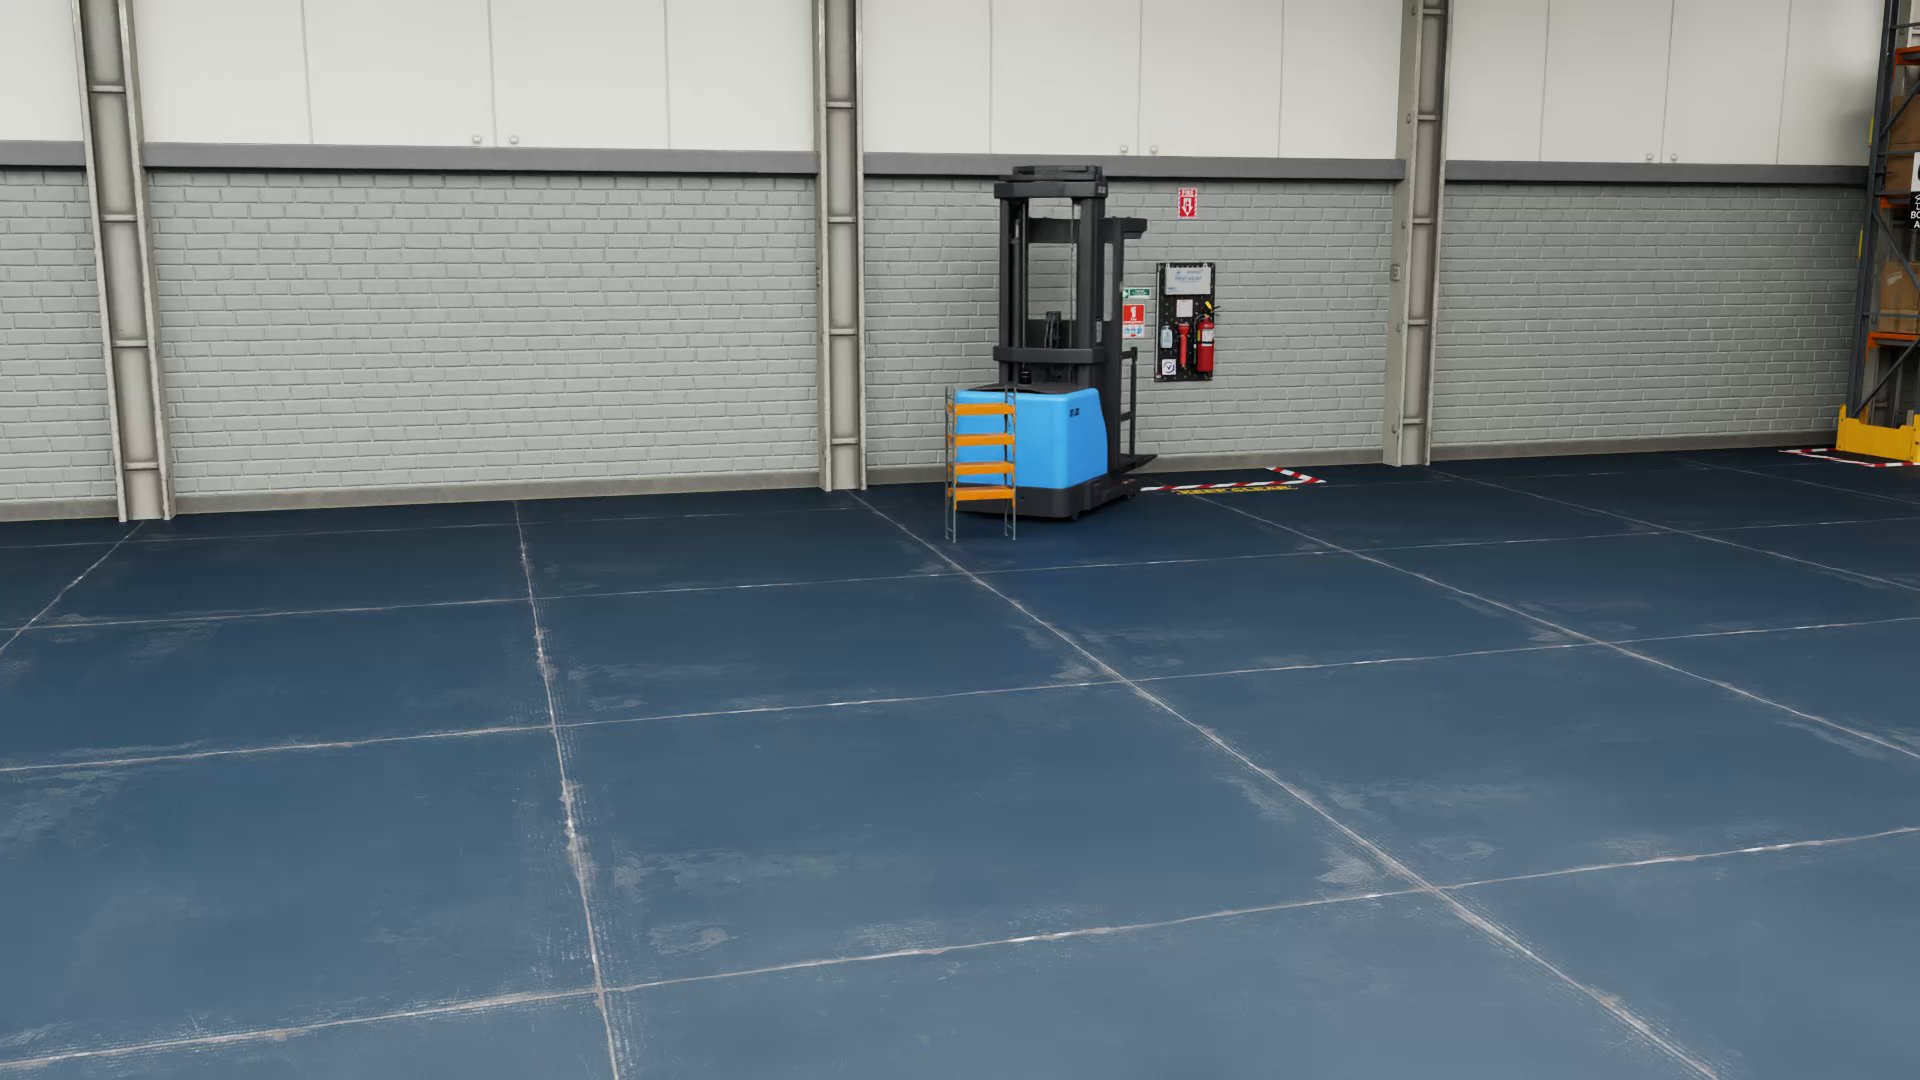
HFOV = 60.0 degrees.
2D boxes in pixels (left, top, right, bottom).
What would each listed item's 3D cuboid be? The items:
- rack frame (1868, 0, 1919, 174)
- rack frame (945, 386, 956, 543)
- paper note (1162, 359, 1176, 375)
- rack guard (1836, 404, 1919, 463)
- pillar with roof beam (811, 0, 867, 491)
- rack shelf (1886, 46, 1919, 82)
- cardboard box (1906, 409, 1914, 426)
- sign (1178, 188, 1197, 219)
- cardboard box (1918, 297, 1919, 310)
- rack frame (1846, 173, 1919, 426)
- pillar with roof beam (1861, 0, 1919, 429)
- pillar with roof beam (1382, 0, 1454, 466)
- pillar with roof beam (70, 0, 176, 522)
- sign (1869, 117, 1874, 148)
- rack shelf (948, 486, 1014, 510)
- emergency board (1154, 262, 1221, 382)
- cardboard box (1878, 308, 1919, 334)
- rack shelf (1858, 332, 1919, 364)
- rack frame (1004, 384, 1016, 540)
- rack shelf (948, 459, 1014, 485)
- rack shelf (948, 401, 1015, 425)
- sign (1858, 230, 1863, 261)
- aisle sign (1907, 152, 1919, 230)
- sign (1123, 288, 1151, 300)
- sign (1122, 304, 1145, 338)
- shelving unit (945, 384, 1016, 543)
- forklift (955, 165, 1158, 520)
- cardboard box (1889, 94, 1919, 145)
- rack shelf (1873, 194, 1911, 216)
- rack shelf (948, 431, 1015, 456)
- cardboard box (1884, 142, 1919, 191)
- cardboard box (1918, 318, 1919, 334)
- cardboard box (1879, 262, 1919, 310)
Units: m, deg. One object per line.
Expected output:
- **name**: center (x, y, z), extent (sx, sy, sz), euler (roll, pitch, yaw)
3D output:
- **rack frame**: center (9.984, -5.339, 17.193), extent (0.127, 3.000, 1.000), euler (-3, 11, -16)
- **rack frame**: center (-0.075, -0.586, 12.916), extent (0.015, 1.200, 0.240), euler (-3, 11, -16)
- **paper note**: center (2.081, -1.722, 16.549), extent (0.142, 0.148, 0.016), euler (-3, 11, -16)
- **rack guard**: center (10.057, -1.163, 17.984), extent (0.348, 0.500, 1.175), euler (-3, 11, -16)
- **pillar with roof beam**: center (0.096, -4.169, 10.839), extent (0.400, 9.000, 9.100), euler (-3, 11, -16)
- **rack shelf**: center (11.905, -5.085, 17.808), extent (4.000, 0.370, 1.077), euler (-3, 11, -16)
- **cardboard box**: center (10.674, -1.302, 18.045), extent (0.500, 0.311, 0.500), euler (-4, 11, -22)
- **sign**: center (2.235, -3.309, 16.335), extent (0.199, 0.298, 0.001), euler (-3, 11, -16)
- **cardboard box**: center (10.527, -2.665, 17.528), extent (0.500, 0.500, 0.500), euler (-3, 11, -16)
- **rack frame**: center (9.984, -2.389, 17.736), extent (0.127, 3.000, 1.000), euler (-3, 11, -16)
- **pillar with roof beam**: center (11.618, -4.776, 14.137), extent (0.400, 9.000, 9.100), euler (-3, 11, -16)
- **pillar with roof beam**: center (5.857, -4.473, 12.488), extent (0.400, 9.000, 9.100), euler (-3, 11, -16)
- **pillar with roof beam**: center (-5.665, -3.866, 9.189), extent (0.400, 9.000, 9.100), euler (-3, 11, -16)
- **sign**: center (9.848, -4.397, 17.914), extent (0.005, 0.325, 0.100), euler (-3, 11, -16)
- **rack shelf**: center (0.159, -0.337, 13.031), extent (0.480, 0.148, 0.258), euler (-3, 11, -16)
- **emergency board**: center (2.270, -2.152, 16.453), extent (0.643, 1.169, 0.194), euler (-3, 11, -16)
- **cardboard box**: center (10.379, -2.382, 18.060), extent (0.500, 0.250, 0.500), euler (-3, 11, -15)
- **rack shelf**: center (11.905, -2.136, 18.351), extent (4.000, 0.370, 1.077), euler (-3, 11, -16)
- **rack frame**: center (0.393, -0.611, 13.050), extent (0.015, 1.200, 0.240), euler (-3, 11, -16)
- **rack shelf**: center (0.159, -0.532, 12.996), extent (0.480, 0.148, 0.258), euler (-3, 11, -16)
- **rack shelf**: center (0.159, -0.985, 12.912), extent (0.480, 0.148, 0.258), euler (-3, 11, -16)
- **sign**: center (9.848, -3.211, 18.133), extent (0.005, 0.325, 0.100), euler (-3, 11, -16)
- **aisle sign**: center (9.999, -3.611, 17.198), extent (0.004, 0.787, 0.394), euler (-3, 11, -16)
- **sign**: center (1.717, -2.419, 16.340), extent (0.331, 0.109, 0.001), euler (-3, 11, -16)
- **sign**: center (1.711, -2.160, 16.395), extent (0.234, 0.329, 0.001), euler (-3, 11, -16)
- **shelving unit**: center (0.159, -0.598, 12.983), extent (0.503, 1.200, 0.258), euler (-3, 11, -16)
- **forklift**: center (1.009, -1.835, 14.920), extent (1.130, 2.935, 3.031), euler (5, 11, 24)
- **cardboard box**: center (10.325, -4.482, 17.729), extent (0.500, 0.500, 0.500), euler (-3, 11, -13)
- **rack shelf**: center (11.905, -3.611, 18.080), extent (4.000, 0.370, 1.077), euler (-3, 11, -16)
- **rack shelf**: center (0.159, -0.752, 12.955), extent (0.480, 0.148, 0.258), euler (-3, 11, -16)
- **cardboard box**: center (10.314, -3.988, 17.808), extent (0.500, 0.500, 0.500), euler (-2, 11, -12)
- **cardboard box**: center (10.542, -2.294, 17.583), extent (0.500, 0.250, 0.500), euler (-3, 11, -18)
- **cardboard box**: center (10.377, -2.754, 18.011), extent (0.500, 0.500, 0.500), euler (-3, 11, -17)
